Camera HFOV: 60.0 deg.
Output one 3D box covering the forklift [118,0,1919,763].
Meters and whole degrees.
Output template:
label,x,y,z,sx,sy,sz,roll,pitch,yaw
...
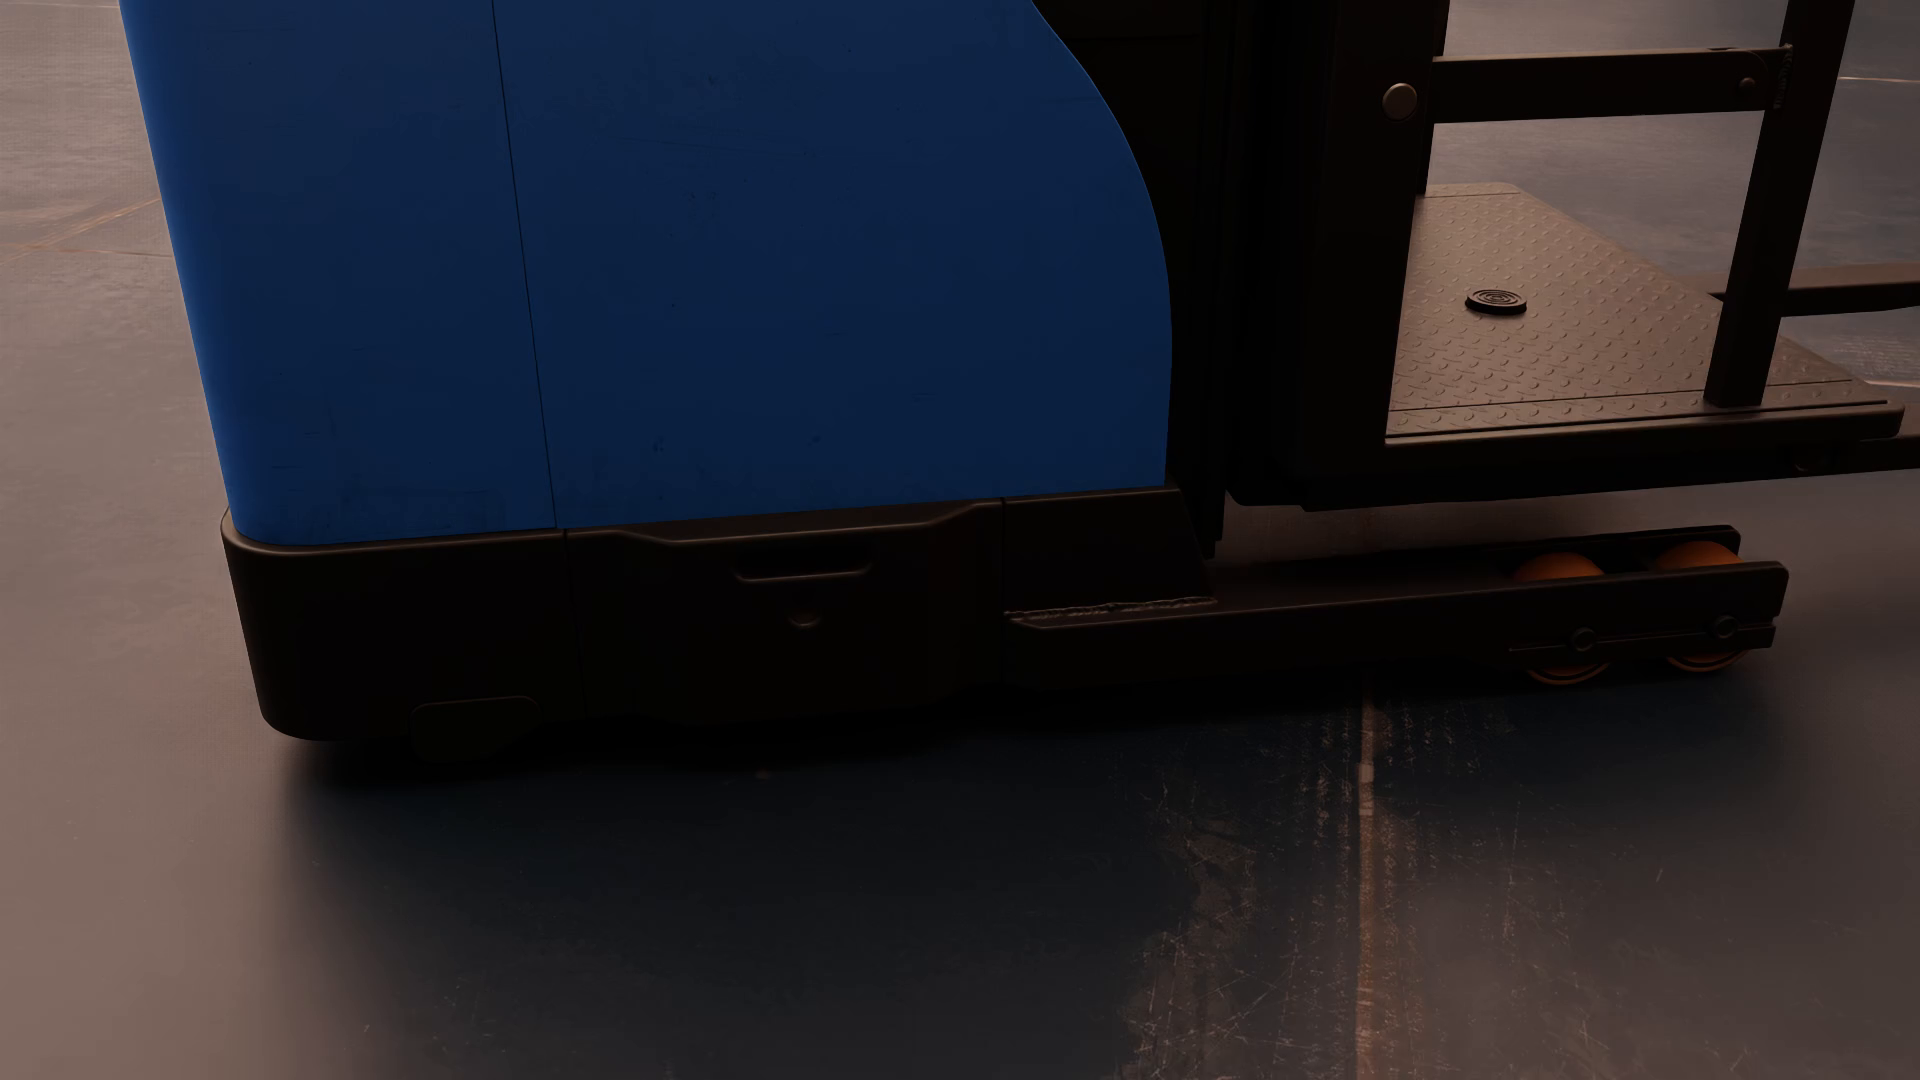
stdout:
label,x,y,z,sx,sy,sz,roll,pitch,yaw
forklift,0.600,-1.354,1.930,3.031,2.935,1.130,-4,27,-9
